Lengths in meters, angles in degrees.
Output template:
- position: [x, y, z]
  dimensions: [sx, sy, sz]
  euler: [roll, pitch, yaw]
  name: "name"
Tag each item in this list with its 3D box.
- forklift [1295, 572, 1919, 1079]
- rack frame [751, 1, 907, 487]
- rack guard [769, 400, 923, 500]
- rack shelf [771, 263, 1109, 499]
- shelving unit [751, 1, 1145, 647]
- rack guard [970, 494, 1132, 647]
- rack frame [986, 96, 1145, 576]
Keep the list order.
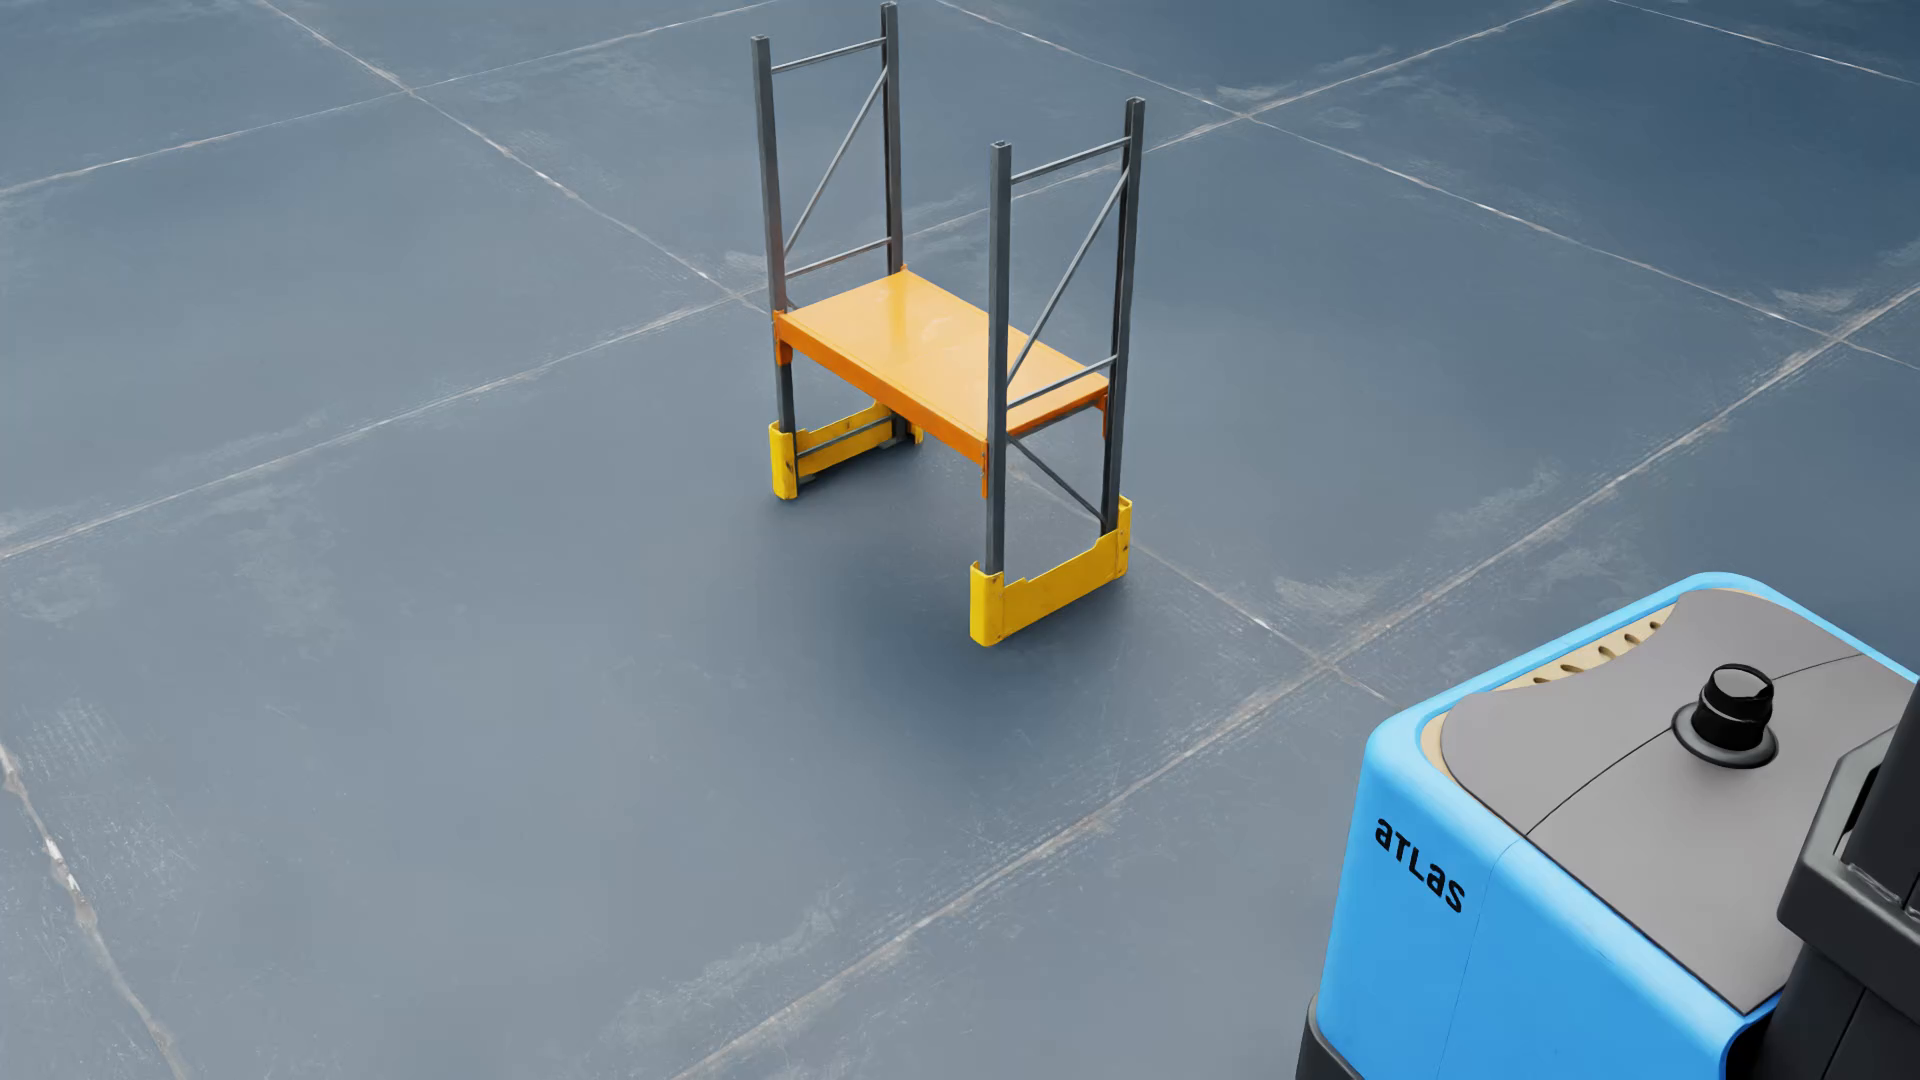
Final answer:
- position: [1.900, 0.592, 1.878]
  dimensions: [1.130, 2.935, 3.031]
  euler: [-20, 40, -25]
  name: "forklift"
- position: [-0.383, -0.874, 5.187]
  dimensions: [0.500, 1.500, 0.032]
  euler: [-26, 43, -32]
  name: "rack frame"
- position: [-0.371, -0.356, 5.536]
  dimensions: [0.587, 0.250, 0.087]
  euler: [-26, 43, -32]
  name: "rack guard"
- position: [-0.055, -0.503, 4.974]
  dimensions: [0.538, 0.185, 1.000]
  euler: [-26, 43, -32]
  name: "rack shelf"
- position: [-0.049, -0.646, 4.864]
  dimensions: [0.587, 1.500, 1.083]
  euler: [-26, 43, -32]
  name: "shelving unit"
- position: [0.272, 0.084, 4.915]
  dimensions: [0.587, 0.250, 0.087]
  euler: [-26, 43, -32]
  name: "rack guard"
- position: [0.273, -0.425, 4.553]
  dimensions: [0.500, 1.500, 0.032]
  euler: [-26, 43, -32]
  name: "rack frame"
